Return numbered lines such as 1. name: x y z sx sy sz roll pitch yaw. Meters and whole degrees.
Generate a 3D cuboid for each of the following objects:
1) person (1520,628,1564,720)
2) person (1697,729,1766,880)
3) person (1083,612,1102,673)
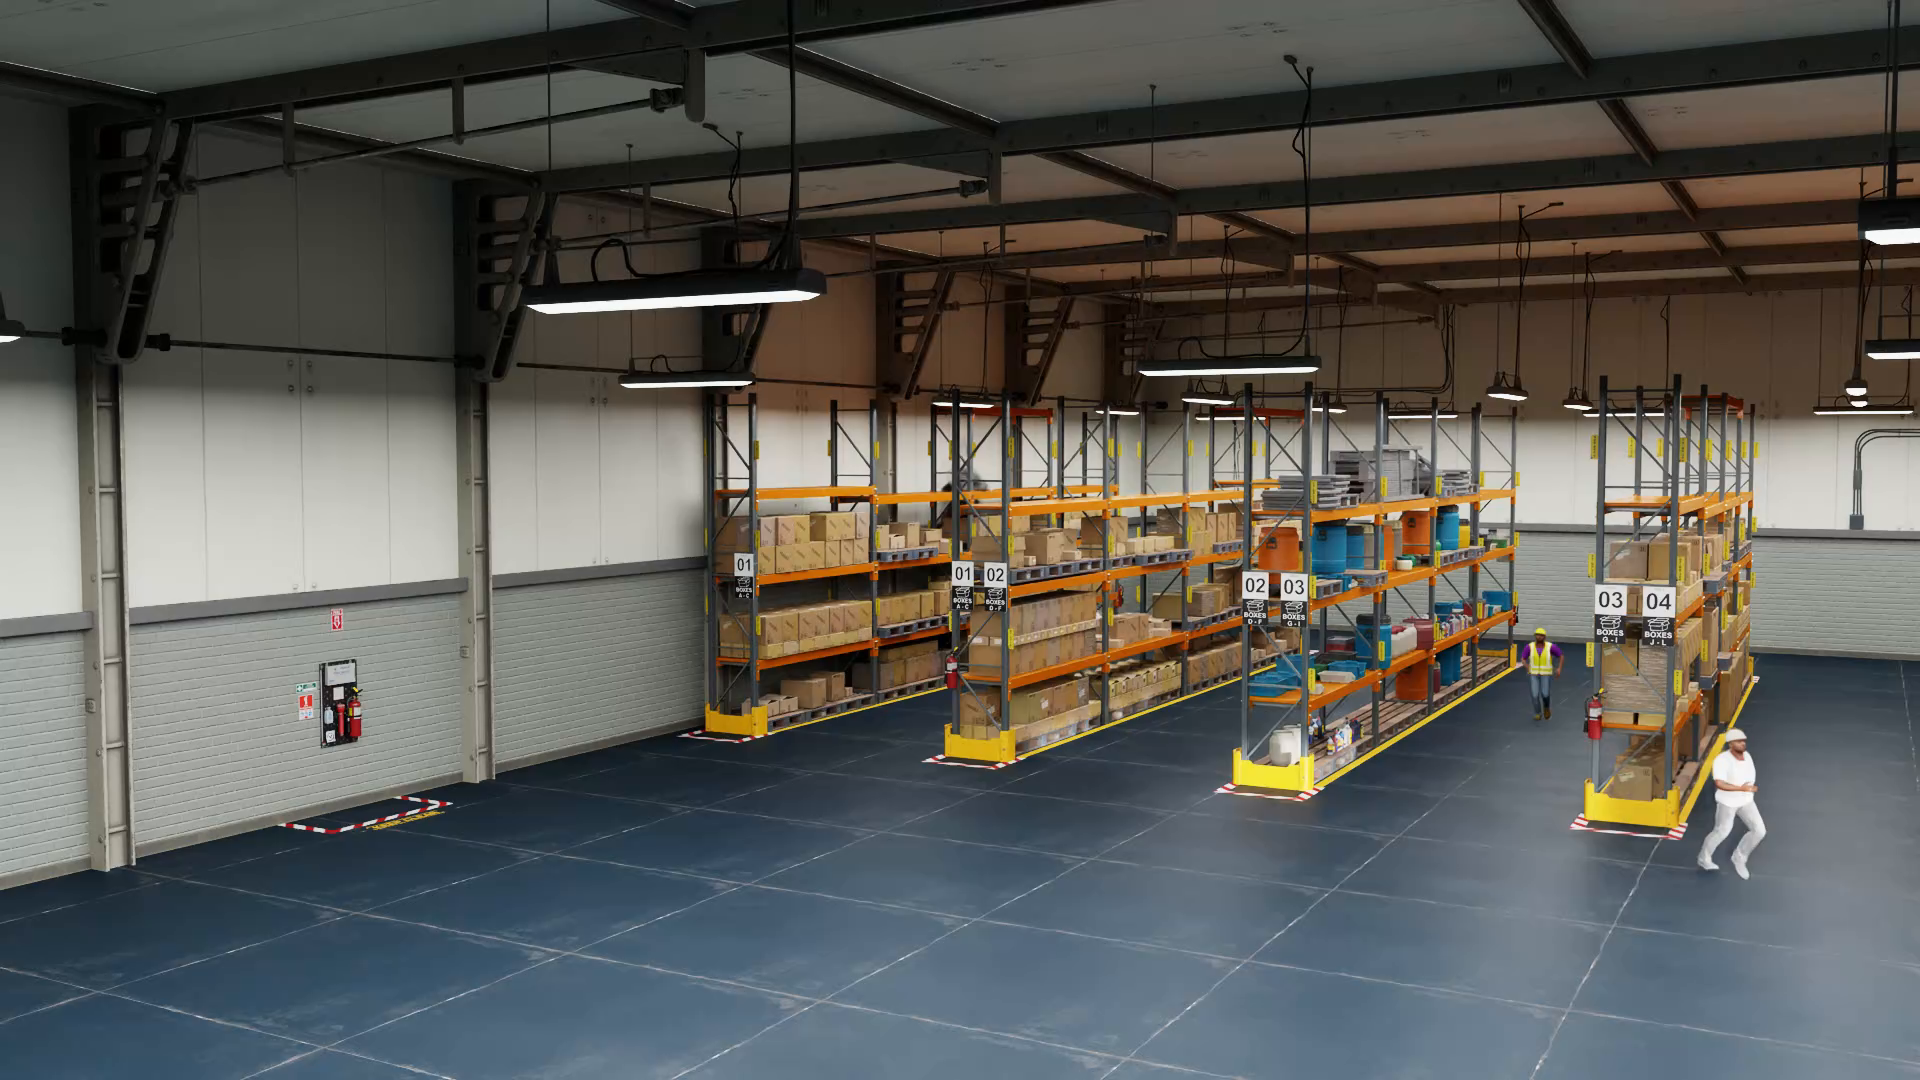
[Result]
1. person: 10.680 2.478 30.574 0.746 1.724 0.593 1 3 25
2. person: 9.058 3.067 19.414 0.710 1.755 0.860 -1 3 -18
3. person: 2.671 2.050 35.025 0.659 1.683 0.551 2 4 31
